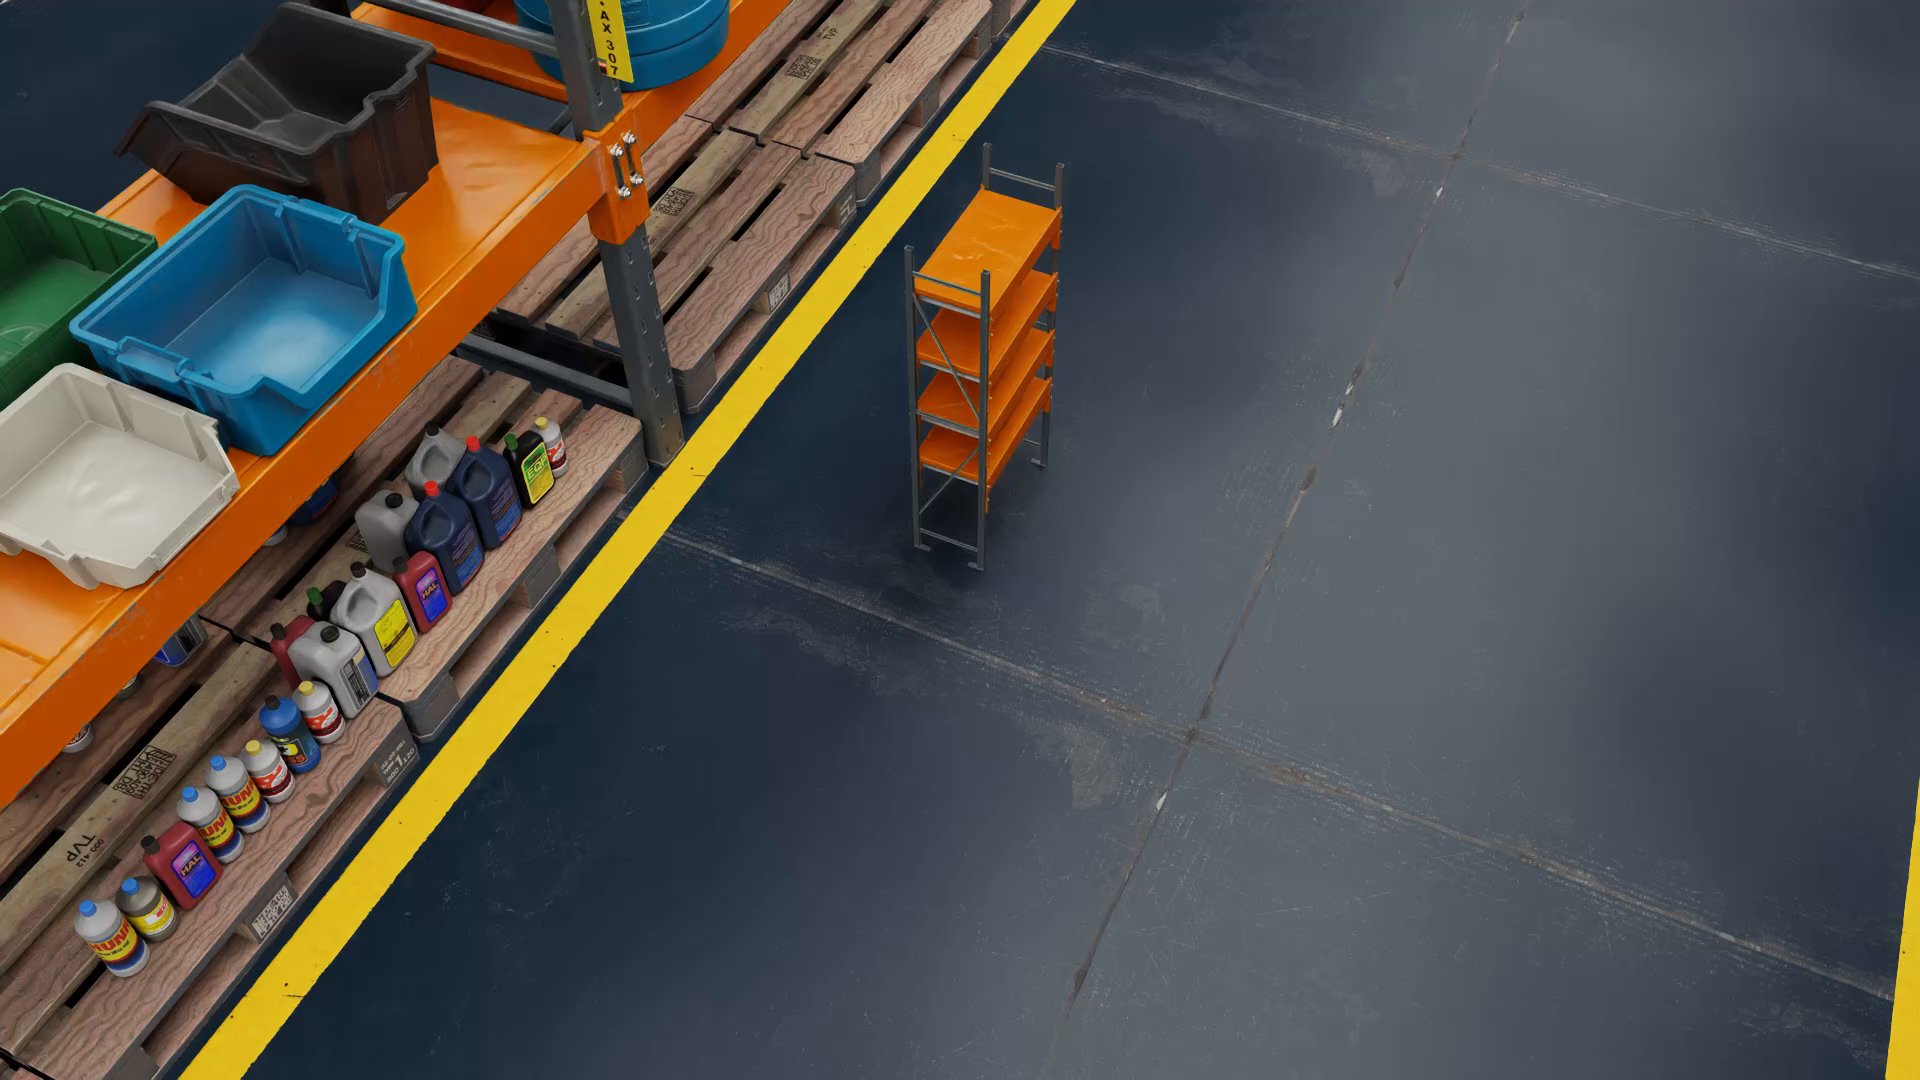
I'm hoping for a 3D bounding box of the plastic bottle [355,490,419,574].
[{"bbox_3d":[-1.628,-0.029,4.805,0.152,0.276,0.135,20,52,16],"label":"plastic bottle"}]

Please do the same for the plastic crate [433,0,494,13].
[{"bbox_3d":[-1.457,-1.861,4.822,0.402,0.464,0.583,20,52,16],"label":"plastic crate"}]

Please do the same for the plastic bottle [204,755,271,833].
[{"bbox_3d":[-1.850,0.636,4.241,0.097,0.271,0.097,0,50,0],"label":"plastic bottle"}]

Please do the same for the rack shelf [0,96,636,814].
[{"bbox_3d":[-2.241,0.203,3.580,1.077,0.370,4.000,20,52,16],"label":"rack shelf"}]

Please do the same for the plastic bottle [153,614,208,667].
[{"bbox_3d":[-2.225,0.207,4.604,0.152,0.276,0.135,20,52,16],"label":"plastic bottle"}]

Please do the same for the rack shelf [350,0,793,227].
[{"bbox_3d":[-0.533,-2.552,5.924,1.077,0.370,4.000,20,52,16],"label":"rack shelf"}]

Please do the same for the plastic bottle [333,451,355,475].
[{"bbox_3d":[-1.936,-0.327,5.054,0.061,0.283,0.133,20,52,16],"label":"plastic bottle"}]

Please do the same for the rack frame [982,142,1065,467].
[{"bbox_3d":[0.175,-0.671,5.033,0.240,1.200,0.015,20,52,16],"label":"rack frame"}]

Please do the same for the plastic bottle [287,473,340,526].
[{"bbox_3d":[-1.977,-0.224,4.921,0.144,0.351,0.185,20,52,16],"label":"plastic bottle"}]

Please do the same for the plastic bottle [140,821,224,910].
[{"bbox_3d":[-1.926,0.788,4.105,0.061,0.283,0.133,21,53,17],"label":"plastic bottle"}]

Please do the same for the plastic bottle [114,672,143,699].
[{"bbox_3d":[-2.321,0.337,4.542,0.097,0.201,0.097,0,50,0],"label":"plastic bottle"}]

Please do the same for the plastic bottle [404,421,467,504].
[{"bbox_3d":[-1.532,-0.201,4.902,0.144,0.351,0.185,20,52,16],"label":"plastic bottle"}]

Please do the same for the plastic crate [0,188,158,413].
[{"bbox_3d":[-2.222,-0.496,3.842,0.450,0.188,0.662,20,52,16],"label":"plastic crate"}]

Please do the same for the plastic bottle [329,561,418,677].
[{"bbox_3d":[-1.622,0.200,4.561,0.144,0.351,0.185,19,52,16],"label":"plastic bottle"}]

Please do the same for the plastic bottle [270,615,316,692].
[{"bbox_3d":[-1.791,0.298,4.521,0.061,0.283,0.133,20,52,16],"label":"plastic bottle"}]

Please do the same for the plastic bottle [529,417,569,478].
[{"bbox_3d":[-1.260,-0.292,5.077,0.097,0.201,0.097,0,50,0],"label":"plastic bottle"}]

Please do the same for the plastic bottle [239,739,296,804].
[{"bbox_3d":[-1.808,0.591,4.326,0.097,0.201,0.097,0,50,0],"label":"plastic bottle"}]

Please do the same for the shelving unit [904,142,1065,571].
[{"bbox_3d":[0.071,-0.503,4.890,0.258,1.200,0.503,20,52,16],"label":"shelving unit"}]

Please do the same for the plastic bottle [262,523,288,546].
[{"bbox_3d":[-2.060,-0.106,4.873,0.097,0.271,0.097,0,50,0],"label":"plastic bottle"}]

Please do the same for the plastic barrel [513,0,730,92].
[{"bbox_3d":[-0.948,-1.737,4.430,0.600,0.901,0.708,20,52,16],"label":"plastic barrel"}]

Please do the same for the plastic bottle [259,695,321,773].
[{"bbox_3d":[-1.764,0.497,4.360,0.097,0.271,0.097,0,50,0],"label":"plastic bottle"}]

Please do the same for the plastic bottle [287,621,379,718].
[{"bbox_3d":[-1.695,0.335,4.495,0.152,0.276,0.135,21,53,17],"label":"plastic bottle"}]

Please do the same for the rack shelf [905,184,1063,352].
[{"bbox_3d":[0.071,-0.757,4.591,0.258,0.148,0.480,20,52,16],"label":"rack shelf"}]

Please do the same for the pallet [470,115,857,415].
[{"bbox_3d":[-1.087,-1.057,6.011,1.003,0.211,1.213,20,52,16],"label":"pallet"}]

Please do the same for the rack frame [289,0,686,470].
[{"bbox_3d":[-1.387,-1.408,4.478,1.000,3.000,0.127,20,52,16],"label":"rack frame"}]

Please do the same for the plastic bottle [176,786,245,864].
[{"bbox_3d":[-1.893,0.705,4.183,0.097,0.271,0.097,0,50,0],"label":"plastic bottle"}]

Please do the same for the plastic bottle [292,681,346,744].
[{"bbox_3d":[-1.720,0.449,4.447,0.097,0.201,0.097,0,50,0],"label":"plastic bottle"}]

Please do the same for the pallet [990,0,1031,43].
[{"bbox_3d":[-0.044,-2.737,7.441,1.003,0.211,1.213,20,52,16],"label":"pallet"}]

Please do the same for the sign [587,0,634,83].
[{"bbox_3d":[-0.894,-1.311,4.214,0.100,0.325,0.005,20,52,16],"label":"sign"}]

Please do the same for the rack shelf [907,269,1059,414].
[{"bbox_3d":[0.071,-0.604,4.771,0.258,0.148,0.480,20,52,16],"label":"rack shelf"}]

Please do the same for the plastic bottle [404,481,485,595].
[{"bbox_3d":[-1.484,-0.022,4.750,0.144,0.351,0.185,17,52,14],"label":"plastic bottle"}]

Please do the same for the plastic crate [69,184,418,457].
[{"bbox_3d":[-1.614,-0.509,3.811,0.499,0.251,0.616,20,52,16],"label":"plastic crate"}]

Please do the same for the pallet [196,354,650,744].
[{"bbox_3d":[-1.712,-0.055,5.158,1.003,0.211,1.213,20,52,16],"label":"pallet"}]

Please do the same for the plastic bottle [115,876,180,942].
[{"bbox_3d":[-1.995,0.893,4.069,0.097,0.201,0.097,0,50,0],"label":"plastic bottle"}]

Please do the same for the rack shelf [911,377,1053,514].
[{"bbox_3d":[0.071,-0.331,5.092,0.258,0.148,0.480,20,52,16],"label":"rack shelf"}]

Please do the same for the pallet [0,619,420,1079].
[{"bbox_3d":[-2.232,0.788,4.441,1.003,0.211,1.213,20,52,16],"label":"pallet"}]

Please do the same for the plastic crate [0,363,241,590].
[{"bbox_3d":[-1.852,-0.122,3.557,0.530,0.136,0.437,20,52,16],"label":"plastic crate"}]

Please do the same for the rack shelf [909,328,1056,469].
[{"bbox_3d":[0.071,-0.459,4.941,0.258,0.148,0.480,20,52,16],"label":"rack shelf"}]

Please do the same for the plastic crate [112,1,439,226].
[{"bbox_3d":[-1.726,-1.068,4.230,0.767,0.338,0.504,20,52,16],"label":"plastic crate"}]

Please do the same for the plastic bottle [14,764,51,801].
[{"bbox_3d":[-2.479,0.547,4.310,0.061,0.283,0.133,20,52,16],"label":"plastic bottle"}]

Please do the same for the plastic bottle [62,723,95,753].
[{"bbox_3d":[-2.395,0.471,4.428,0.097,0.201,0.097,0,50,0],"label":"plastic bottle"}]

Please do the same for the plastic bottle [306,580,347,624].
[{"bbox_3d":[-1.725,0.206,4.600,0.061,0.283,0.133,20,52,16],"label":"plastic bottle"}]

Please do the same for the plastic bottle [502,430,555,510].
[{"bbox_3d":[-1.294,-0.231,4.972,0.061,0.283,0.133,22,53,18],"label":"plastic bottle"}]

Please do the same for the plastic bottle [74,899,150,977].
[{"bbox_3d":[-2.040,0.941,3.982,0.097,0.271,0.097,0,50,0],"label":"plastic bottle"}]

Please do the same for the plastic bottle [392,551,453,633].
[{"bbox_3d":[-1.515,0.125,4.669,0.061,0.283,0.133,23,53,18],"label":"plastic bottle"}]

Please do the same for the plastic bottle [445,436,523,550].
[{"bbox_3d":[-1.402,-0.154,4.862,0.144,0.351,0.185,19,52,15],"label":"plastic bottle"}]

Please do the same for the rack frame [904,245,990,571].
[{"bbox_3d":[-0.034,-0.335,4.747,0.240,1.200,0.015,20,52,16],"label":"rack frame"}]

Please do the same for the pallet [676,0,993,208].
[{"bbox_3d":[-0.567,-1.900,6.728,1.003,0.211,1.213,20,52,16],"label":"pallet"}]
